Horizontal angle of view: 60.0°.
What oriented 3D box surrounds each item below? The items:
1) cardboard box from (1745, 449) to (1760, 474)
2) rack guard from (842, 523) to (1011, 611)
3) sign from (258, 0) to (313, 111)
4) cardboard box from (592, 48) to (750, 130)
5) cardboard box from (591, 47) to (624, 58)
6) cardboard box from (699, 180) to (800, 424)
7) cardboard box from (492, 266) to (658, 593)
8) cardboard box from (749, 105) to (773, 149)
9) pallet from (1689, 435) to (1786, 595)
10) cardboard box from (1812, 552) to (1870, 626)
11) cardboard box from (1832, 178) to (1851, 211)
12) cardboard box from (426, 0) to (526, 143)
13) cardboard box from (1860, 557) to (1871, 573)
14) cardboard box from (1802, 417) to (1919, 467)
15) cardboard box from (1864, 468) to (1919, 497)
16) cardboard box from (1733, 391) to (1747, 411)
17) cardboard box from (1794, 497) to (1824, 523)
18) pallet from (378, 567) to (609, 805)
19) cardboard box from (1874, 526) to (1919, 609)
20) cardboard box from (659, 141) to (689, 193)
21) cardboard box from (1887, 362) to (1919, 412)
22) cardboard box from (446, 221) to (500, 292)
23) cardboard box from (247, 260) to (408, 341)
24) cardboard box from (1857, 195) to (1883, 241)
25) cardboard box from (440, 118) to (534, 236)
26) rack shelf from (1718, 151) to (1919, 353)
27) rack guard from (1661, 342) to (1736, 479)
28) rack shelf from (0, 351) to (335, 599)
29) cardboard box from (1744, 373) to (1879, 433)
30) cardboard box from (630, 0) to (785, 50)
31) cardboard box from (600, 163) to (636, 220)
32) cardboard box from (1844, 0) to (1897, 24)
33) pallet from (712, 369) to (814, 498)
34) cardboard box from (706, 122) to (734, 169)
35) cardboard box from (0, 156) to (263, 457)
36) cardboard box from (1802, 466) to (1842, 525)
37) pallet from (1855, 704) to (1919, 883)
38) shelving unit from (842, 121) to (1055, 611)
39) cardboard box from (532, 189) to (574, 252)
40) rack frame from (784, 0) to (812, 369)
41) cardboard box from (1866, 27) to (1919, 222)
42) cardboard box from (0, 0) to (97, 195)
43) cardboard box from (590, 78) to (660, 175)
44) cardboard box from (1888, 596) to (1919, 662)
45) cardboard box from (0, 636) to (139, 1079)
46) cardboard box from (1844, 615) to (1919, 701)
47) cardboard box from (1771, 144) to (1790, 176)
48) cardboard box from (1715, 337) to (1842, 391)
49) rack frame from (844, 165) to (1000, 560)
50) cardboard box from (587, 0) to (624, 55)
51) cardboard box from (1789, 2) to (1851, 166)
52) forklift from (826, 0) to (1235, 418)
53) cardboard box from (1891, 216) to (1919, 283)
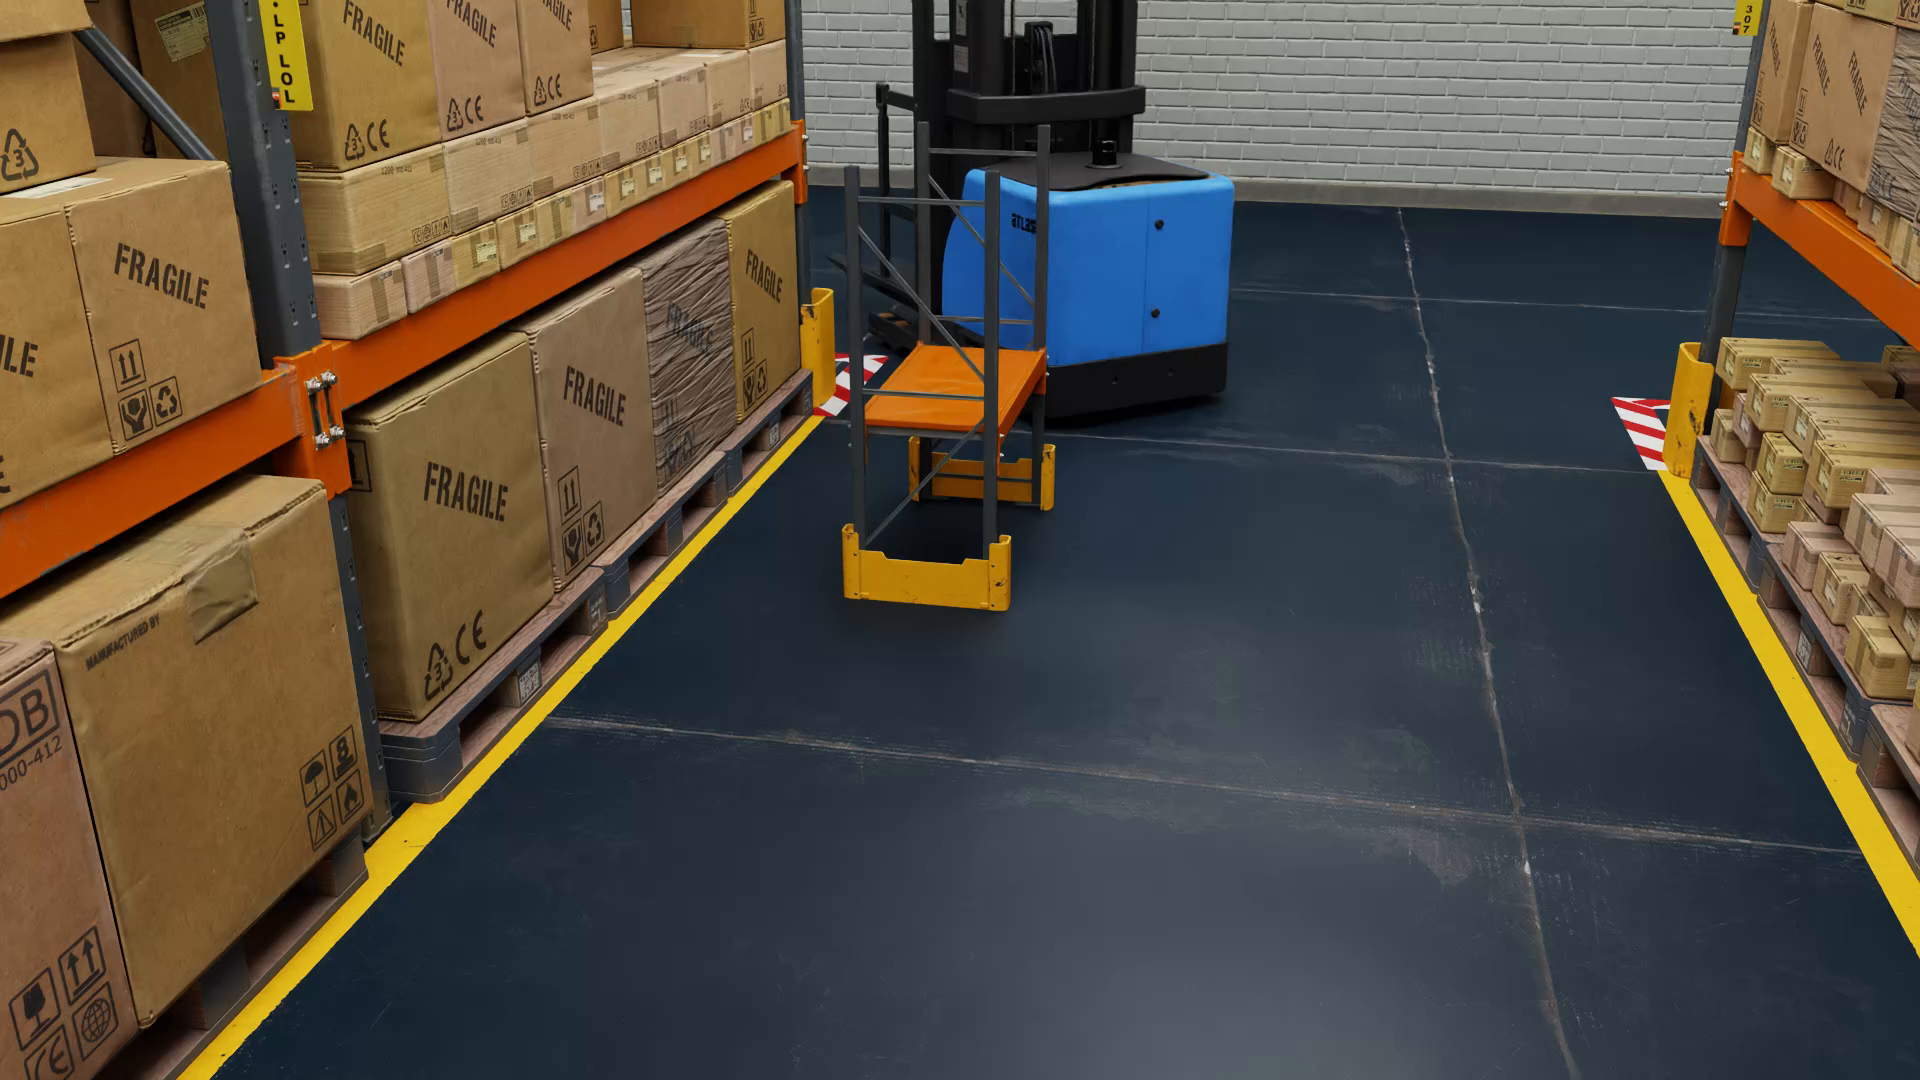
[{"bbox_3d":[3.233,-0.300,6.338,0.380,0.149,0.250,4,22,11],"label":"cardboard box"},{"bbox_3d":[-0.117,0.094,5.785,0.587,0.250,0.087,4,22,11],"label":"rack guard"},{"bbox_3d":[-1.491,-1.112,3.656,0.100,0.325,0.005,4,22,11],"label":"sign"},{"bbox_3d":[-1.152,-1.798,6.605,0.500,0.250,0.500,4,22,10],"label":"cardboard box"},{"bbox_3d":[-1.670,-1.835,6.698,0.500,0.250,0.500,4,22,10],"label":"cardboard box"},{"bbox_3d":[-1.261,-1.081,7.305,0.875,0.875,0.875,4,22,11],"label":"cardboard box"},{"bbox_3d":[-1.628,-0.423,5.671,0.875,0.875,0.875,4,22,11],"label":"cardboard box"},{"bbox_3d":[-1.010,-1.745,7.008,0.380,0.149,0.250,5,22,11],"label":"cardboard box"},{"bbox_3d":[3.411,-0.082,6.274,1.003,0.211,1.213,4,22,11],"label":"pallet"},{"bbox_3d":[2.904,0.164,5.184,0.380,0.149,0.250,4,22,11],"label":"cardboard box"},{"bbox_3d":[3.202,-1.191,5.633,0.380,0.149,0.250,6,23,13],"label":"cardboard box"},{"bbox_3d":[-1.569,-1.401,4.616,0.500,0.500,0.500,4,22,11],"label":"cardboard box"},{"bbox_3d":[2.994,0.047,5.078,0.380,0.149,0.250,6,23,13],"label":"cardboard box"},{"bbox_3d":[3.036,-0.290,5.516,0.380,0.149,0.250,5,23,13],"label":"cardboard box"},{"bbox_3d":[2.980,-0.098,5.039,0.380,0.149,0.250,5,22,11],"label":"cardboard box"},{"bbox_3d":[3.268,-0.536,6.524,0.380,0.149,0.250,5,23,13],"label":"cardboard box"},{"bbox_3d":[3.071,-0.023,5.651,0.380,0.149,0.250,5,22,11],"label":"cardboard box"},{"bbox_3d":[-1.793,0.372,5.148,1.003,0.211,1.213,4,22,11],"label":"pallet"},{"bbox_3d":[2.779,0.084,4.587,0.380,0.149,0.250,3,22,8],"label":"cardboard box"},{"bbox_3d":[-1.218,-1.372,6.081,0.380,0.149,0.250,5,22,11],"label":"cardboard box"},{"bbox_3d":[3.659,-0.545,6.150,0.380,0.149,0.250,5,22,12],"label":"cardboard box"},{"bbox_3d":[-1.532,-0.808,4.681,0.380,0.149,0.250,5,23,13],"label":"cardboard box"},{"bbox_3d":[-1.639,-0.616,4.204,0.380,0.149,0.250,5,22,11],"label":"cardboard box"},{"bbox_3d":[3.045,-1.006,5.173,0.380,0.149,0.250,4,22,10],"label":"cardboard box"},{"bbox_3d":[-1.566,-1.051,4.751,0.500,0.250,0.500,4,22,11],"label":"cardboard box"},{"bbox_3d":[3.218,-0.632,4.871,1.077,0.370,4.000,4,22,11],"label":"rack shelf"},{"bbox_3d":[3.611,-0.510,6.951,1.175,0.500,0.348,4,22,11],"label":"rack guard"},{"bbox_3d":[-2.433,0.416,2.269,1.077,0.370,4.000,4,22,11],"label":"rack shelf"},{"bbox_3d":[3.072,-0.488,6.007,0.380,0.149,0.250,4,22,11],"label":"cardboard box"},{"bbox_3d":[-1.051,-2.330,6.923,0.500,0.500,0.500,5,22,12],"label":"cardboard box"},{"bbox_3d":[-1.322,-1.186,5.619,0.380,0.149,0.250,4,22,9],"label":"cardboard box"},{"bbox_3d":[3.050,-1.828,5.007,0.500,0.500,0.500,4,22,10],"label":"cardboard box"},{"bbox_3d":[-1.295,-0.520,7.363,1.003,0.211,1.213,4,22,11],"label":"pallet"},{"bbox_3d":[-1.115,-1.562,6.553,0.380,0.149,0.250,5,22,12],"label":"cardboard box"},{"bbox_3d":[-1.853,-0.504,3.456,0.500,0.500,0.500,5,22,11],"label":"cardboard box"},{"bbox_3d":[3.074,-0.154,5.576,0.380,0.149,0.250,3,22,8],"label":"cardboard box"},{"bbox_3d":[2.913,0.811,4.058,1.003,0.211,1.213,4,22,11],"label":"pallet"},{"bbox_3d":[-0.016,-0.668,6.004,0.587,1.500,1.083,4,22,11],"label":"shelving unit"},{"bbox_3d":[-1.428,-0.998,5.153,0.380,0.149,0.250,4,22,10],"label":"cardboard box"},{"bbox_3d":[-1.208,-2.112,7.583,1.000,3.000,0.127,4,22,11],"label":"rack frame"},{"bbox_3d":[2.970,-1.176,4.726,0.500,0.500,0.500,4,22,10],"label":"cardboard box"},{"bbox_3d":[-2.147,-0.927,3.163,0.797,0.503,0.637,4,22,10],"label":"cardboard box"},{"bbox_3d":[-1.357,-1.421,5.669,0.500,0.250,0.500,4,22,11],"label":"cardboard box"},{"bbox_3d":[2.824,0.238,4.604,0.380,0.149,0.250,5,22,12],"label":"cardboard box"},{"bbox_3d":[-2.317,0.704,2.873,1.225,0.875,0.875,4,22,9],"label":"cardboard box"},{"bbox_3d":[2.768,0.345,4.735,0.380,0.149,0.250,4,22,11],"label":"cardboard box"},{"bbox_3d":[3.228,-1.391,6.129,0.380,0.149,0.250,5,23,13],"label":"cardboard box"},{"bbox_3d":[3.187,-0.680,6.484,0.380,0.149,0.250,3,22,8],"label":"cardboard box"},{"bbox_3d":[-0.121,-0.479,5.534,0.500,1.500,0.032,4,22,11],"label":"rack frame"},{"bbox_3d":[-1.673,-2.191,6.577,0.500,0.500,0.500,4,22,10],"label":"cardboard box"},{"bbox_3d":[3.180,-1.541,5.632,0.500,0.500,0.500,5,22,11],"label":"cardboard box"},{"bbox_3d":[0.165,-2.426,8.454,1.130,2.935,3.031,-11,24,-25],"label":"forklift"},{"bbox_3d":[2.888,-0.817,4.704,0.380,0.149,0.250,5,22,12],"label":"cardboard box"}]
